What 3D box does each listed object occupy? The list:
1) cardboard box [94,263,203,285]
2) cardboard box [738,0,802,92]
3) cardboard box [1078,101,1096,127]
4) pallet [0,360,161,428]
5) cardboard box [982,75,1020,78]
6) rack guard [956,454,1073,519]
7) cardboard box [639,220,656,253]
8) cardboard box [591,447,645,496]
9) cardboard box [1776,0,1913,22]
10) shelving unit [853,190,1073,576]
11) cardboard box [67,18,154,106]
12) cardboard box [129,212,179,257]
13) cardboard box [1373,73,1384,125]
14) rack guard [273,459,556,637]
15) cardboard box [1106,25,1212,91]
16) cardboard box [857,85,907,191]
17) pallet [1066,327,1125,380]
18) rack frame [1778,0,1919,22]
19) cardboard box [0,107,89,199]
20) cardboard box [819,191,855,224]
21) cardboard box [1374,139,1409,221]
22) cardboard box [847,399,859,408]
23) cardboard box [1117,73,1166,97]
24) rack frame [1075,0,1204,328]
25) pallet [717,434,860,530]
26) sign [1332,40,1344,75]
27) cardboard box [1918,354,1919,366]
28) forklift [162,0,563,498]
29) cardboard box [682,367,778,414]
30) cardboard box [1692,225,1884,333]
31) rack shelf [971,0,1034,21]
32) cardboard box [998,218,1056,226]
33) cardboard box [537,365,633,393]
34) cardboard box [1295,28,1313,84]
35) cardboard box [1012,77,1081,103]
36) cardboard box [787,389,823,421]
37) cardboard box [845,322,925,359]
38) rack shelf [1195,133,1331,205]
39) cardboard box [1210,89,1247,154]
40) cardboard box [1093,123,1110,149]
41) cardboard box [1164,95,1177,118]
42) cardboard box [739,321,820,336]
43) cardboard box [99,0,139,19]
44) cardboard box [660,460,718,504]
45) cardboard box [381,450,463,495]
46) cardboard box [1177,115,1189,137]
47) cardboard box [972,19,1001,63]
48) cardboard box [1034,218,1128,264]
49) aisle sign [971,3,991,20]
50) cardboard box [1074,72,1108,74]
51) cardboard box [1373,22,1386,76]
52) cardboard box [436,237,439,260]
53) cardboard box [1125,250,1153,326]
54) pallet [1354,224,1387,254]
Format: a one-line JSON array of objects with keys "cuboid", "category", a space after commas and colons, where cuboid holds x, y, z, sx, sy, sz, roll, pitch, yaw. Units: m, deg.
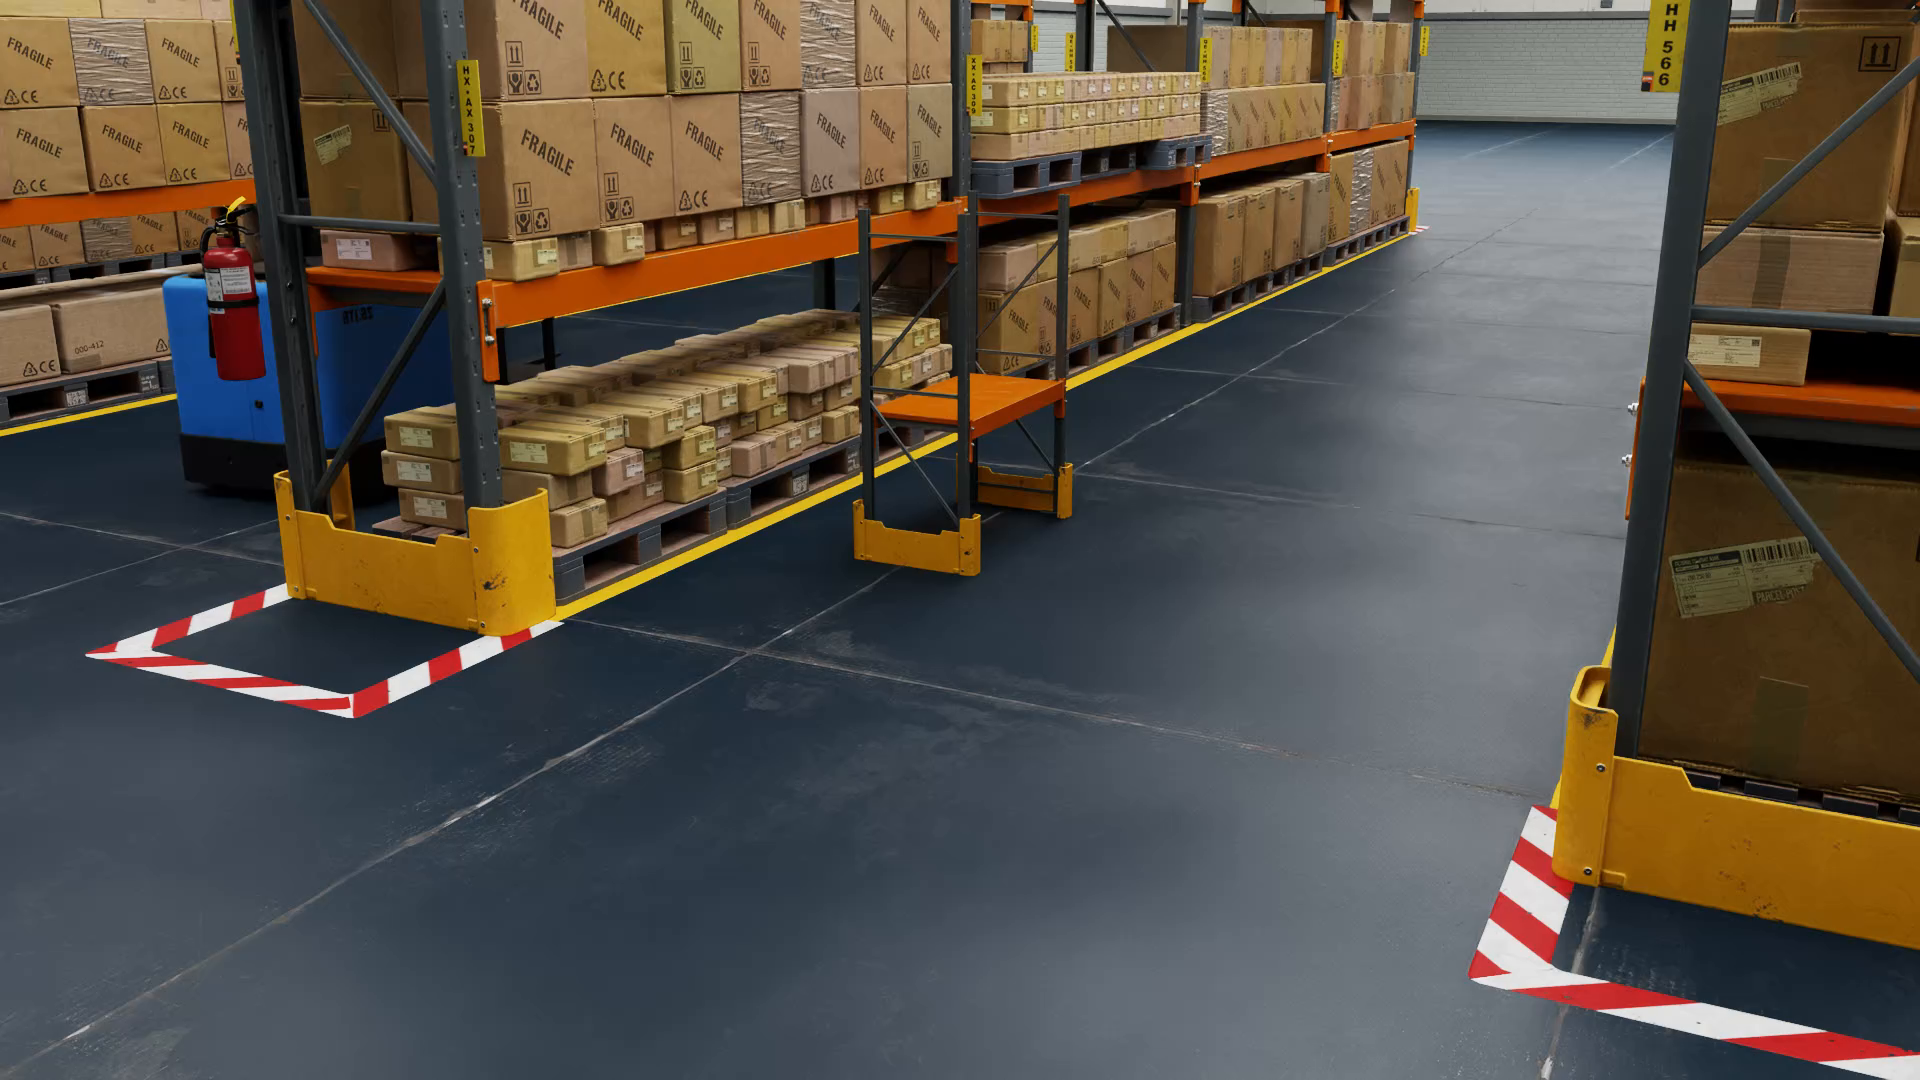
[{"cuboid": [-5.262, -1.613, 11.450, 0.875, 0.438, 0.875, 8, 18, 25], "category": "cardboard box"}, {"cuboid": [-1.065, -2.303, 7.556, 0.500, 0.500, 0.500, 7, 18, 24], "category": "cardboard box"}, {"cuboid": [0.639, -2.715, 10.578, 0.380, 0.149, 0.250, 9, 19, 28], "category": "cardboard box"}, {"cuboid": [-5.839, -0.954, 10.365, 1.003, 0.211, 1.213, 8, 18, 25], "category": "pallet"}, {"cuboid": [0.176, -3.007, 11.040, 0.380, 0.149, 0.250, 7, 18, 23], "category": "cardboard box"}, {"cuboid": [0.257, -0.266, 7.981, 0.587, 0.250, 0.087, 8, 18, 25], "category": "rack guard"}, {"cuboid": [-1.523, -1.299, 7.071, 0.380, 0.149, 0.250, 9, 19, 28], "category": "cardboard box"}, {"cuboid": [-1.563, -0.304, 7.027, 0.380, 0.149, 0.250, 8, 18, 25], "category": "cardboard box"}, {"cuboid": [7.075, -3.868, 13.486, 1.000, 1.000, 1.000, 8, 18, 26], "category": "cardboard box"}, {"cuboid": [0.034, -0.738, 7.376, 0.587, 1.500, 1.083, 8, 18, 25], "category": "shelving unit"}, {"cuboid": [-5.302, -2.899, 10.085, 0.500, 0.500, 0.500, 8, 18, 26], "category": "cardboard box"}, {"cuboid": [-8.002, -3.044, 16.157, 0.500, 0.500, 0.500, 9, 19, 28], "category": "cardboard box"}, {"cuboid": [4.236, -4.941, 18.628, 0.875, 0.550, 0.550, 8, 18, 25], "category": "cardboard box"}, {"cuboid": [-2.165, 0.015, 6.594, 1.175, 0.500, 0.348, 8, 18, 25], "category": "rack guard"}, {"cuboid": [1.585, -3.841, 13.258, 0.700, 0.500, 0.500, 8, 18, 25], "category": "cardboard box"}, {"cuboid": [-0.608, -2.082, 8.566, 0.500, 0.500, 0.500, 8, 18, 24], "category": "cardboard box"}, {"cuboid": [0.479, -1.356, 11.719, 1.003, 0.211, 1.213, 8, 18, 25], "category": "pallet"}, {"cuboid": [5.767, -2.544, 10.823, 1.000, 3.000, 0.127, 8, 18, 25], "category": "rack frame"}, {"cuboid": [-5.548, -2.290, 9.792, 0.500, 0.500, 0.500, 9, 19, 27], "category": "cardboard box"}, {"cuboid": [-0.753, -1.684, 8.367, 0.380, 0.149, 0.250, 7, 18, 23], "category": "cardboard box"}, {"cuboid": [4.706, -4.241, 19.527, 0.875, 0.875, 0.875, 8, 18, 26], "category": "cardboard box"}, {"cuboid": [-0.760, -0.691, 8.852, 0.380, 0.149, 0.250, 8, 18, 24], "category": "cardboard box"}, {"cuboid": [1.219, -3.185, 11.639, 0.380, 0.149, 0.250, 9, 19, 27], "category": "cardboard box"}, {"cuboid": [1.375, -3.201, 13.034, 1.000, 3.000, 0.127, 8, 18, 25], "category": "rack frame"}, {"cuboid": [-1.224, -0.358, 8.359, 1.003, 0.211, 1.213, 8, 18, 25], "category": "pallet"}, {"cuboid": [3.652, -4.671, 16.087, 0.100, 0.325, 0.005, 8, 18, 25], "category": "sign"}, {"cuboid": [2.760, -0.500, 4.381, 0.380, 0.149, 0.250, 8, 18, 25], "category": "cardboard box"}, {"cuboid": [-2.878, -1.984, 9.056, 1.130, 2.935, 3.031, 6, 18, 20], "category": "forklift"}, {"cuboid": [-1.091, -0.711, 7.875, 0.380, 0.149, 0.250, 8, 19, 26], "category": "cardboard box"}, {"cuboid": [2.172, -0.735, 4.470, 0.500, 0.250, 0.500, 8, 18, 24], "category": "cardboard box"}, {"cuboid": [-0.417, -6.427, 19.888, 1.077, 0.370, 4.000, 8, 18, 25], "category": "rack shelf"}, {"cuboid": [0.391, -2.165, 11.882, 0.500, 0.250, 0.500, 8, 18, 26], "category": "cardboard box"}, {"cuboid": [-1.781, -0.723, 7.914, 0.380, 0.149, 0.250, 9, 19, 27], "category": "cardboard box"}, {"cuboid": [2.946, -4.620, 15.879, 0.700, 0.500, 0.500, 8, 18, 24], "category": "cardboard box"}, {"cuboid": [0.525, -2.790, 10.309, 0.380, 0.149, 0.250, 8, 18, 25], "category": "cardboard box"}, {"cuboid": [-0.916, -0.713, 8.405, 0.380, 0.149, 0.250, 7, 18, 23], "category": "cardboard box"}, {"cuboid": [-0.417, -1.108, 9.212, 0.380, 0.149, 0.250, 8, 18, 26], "category": "cardboard box"}, {"cuboid": [2.269, -3.366, 14.851, 1.077, 0.370, 4.000, 8, 18, 25], "category": "rack shelf"}, {"cuboid": [2.042, -3.459, 13.726, 0.500, 0.500, 0.500, 8, 18, 25], "category": "cardboard box"}, {"cuboid": [0.754, -2.638, 10.842, 0.380, 0.149, 0.250, 8, 18, 24], "category": "cardboard box"}, {"cuboid": [1.329, -3.105, 11.892, 0.380, 0.149, 0.250, 9, 19, 27], "category": "cardboard box"}, {"cuboid": [-0.996, -1.107, 9.209, 0.380, 0.149, 0.250, 8, 18, 25], "category": "cardboard box"}, {"cuboid": [-5.250, -3.255, 10.144, 0.380, 0.149, 0.250, 8, 18, 25], "category": "cardboard box"}, {"cuboid": [-1.318, -0.283, 7.479, 0.380, 0.149, 0.250, 8, 18, 26], "category": "cardboard box"}, {"cuboid": [-2.219, -0.311, 7.052, 0.380, 0.149, 0.250, 8, 18, 24], "category": "cardboard box"}, {"cuboid": [1.454, -3.035, 12.178, 0.380, 0.149, 0.250, 8, 18, 25], "category": "cardboard box"}, {"cuboid": [0.075, -6.084, 20.285, 0.700, 0.500, 0.500, 8, 18, 25], "category": "cardboard box"}, {"cuboid": [0.847, -2.099, 11.657, 0.500, 0.250, 0.500, 9, 19, 27], "category": "cardboard box"}, {"cuboid": [0.227, -7.144, 21.744, 0.394, 0.787, 0.004, 8, 18, 25], "category": "aisle sign"}, {"cuboid": [0.878, -3.405, 12.380, 0.380, 0.149, 0.250, 8, 18, 24], "category": "cardboard box"}, {"cuboid": [4.094, -5.310, 17.974, 0.875, 0.550, 0.500, 8, 18, 25], "category": "cardboard box"}, {"cuboid": [-2.162, -1.221, 6.807, 0.380, 0.149, 0.250, 8, 18, 25], "category": "cardboard box"}, {"cuboid": [1.080, -1.872, 12.210, 0.500, 0.500, 0.500, 9, 19, 28], "category": "cardboard box"}, {"cuboid": [4.116, -3.379, 18.530, 1.003, 0.211, 1.213, 8, 18, 25], "category": "pallet"}]
